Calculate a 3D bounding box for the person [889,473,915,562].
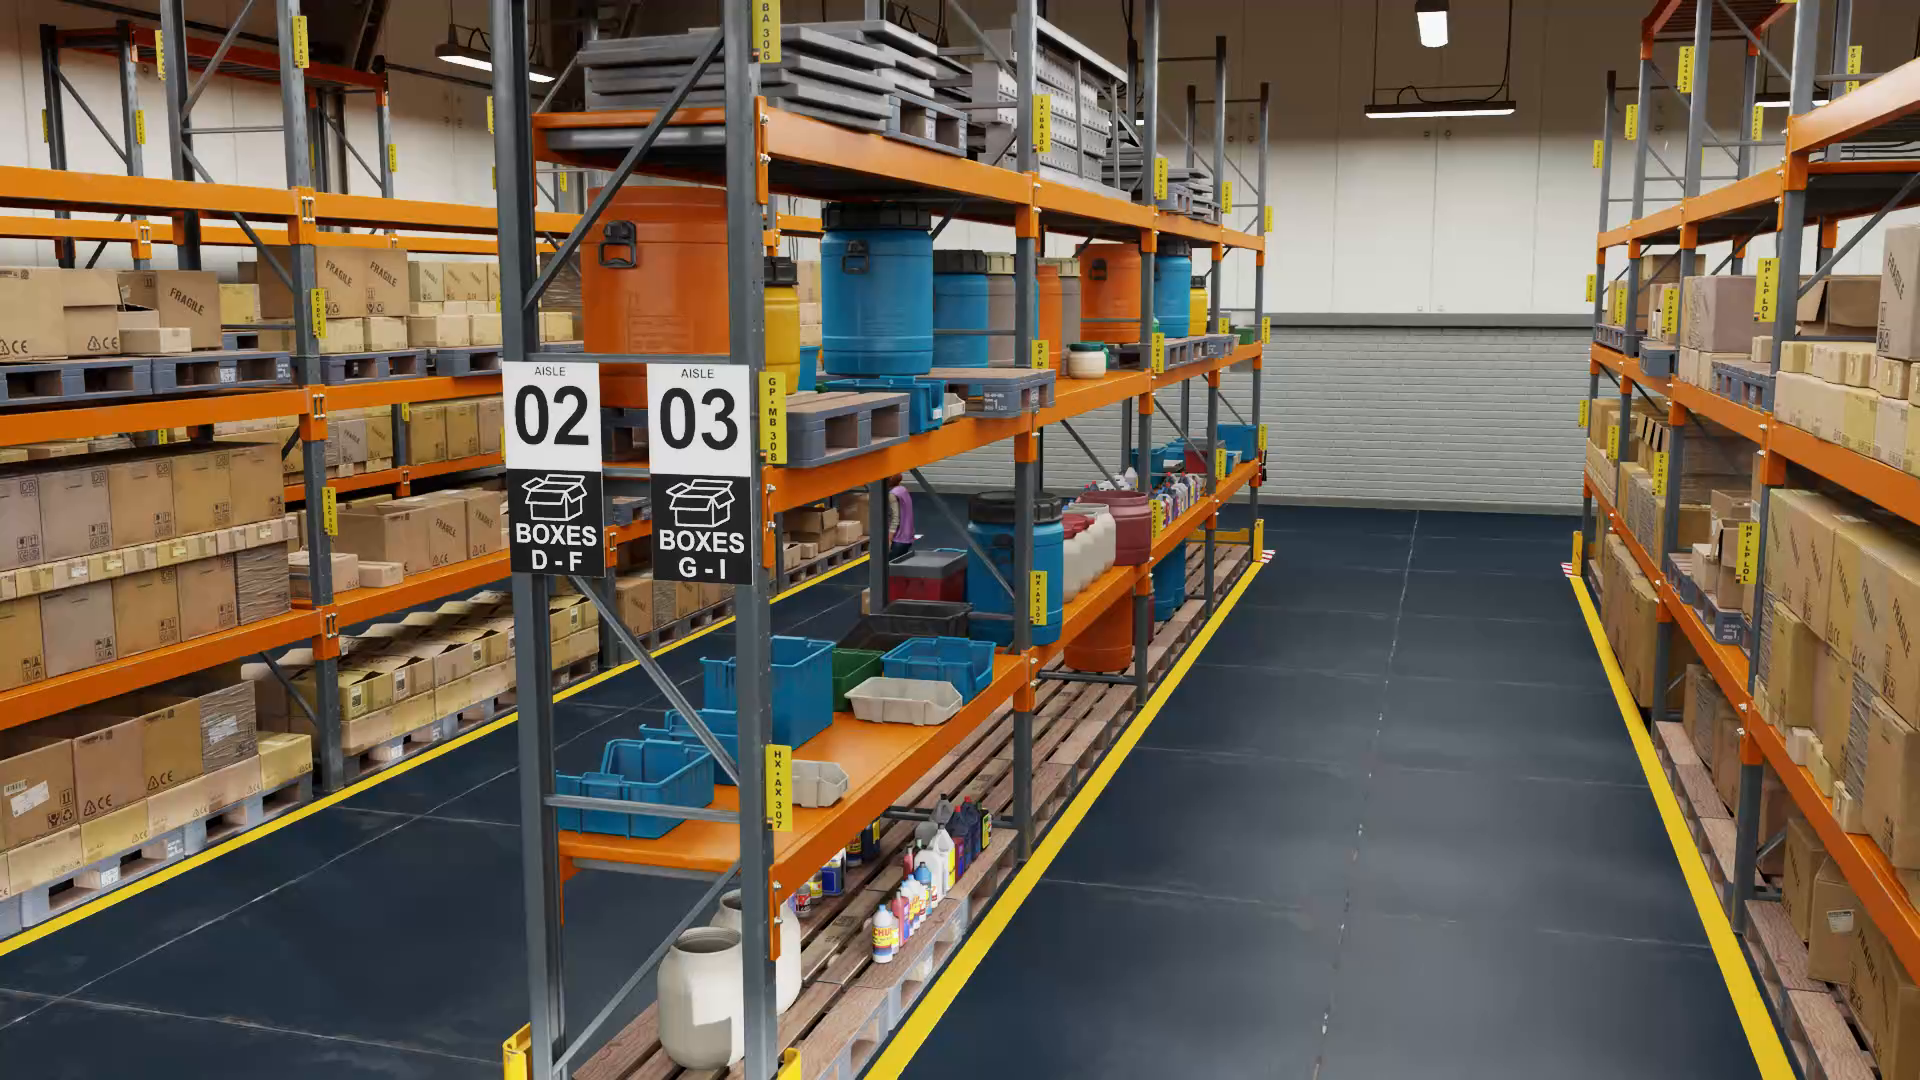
[{"bbox_3d":[-0.666,0.008,17.833,0.348,1.591,0.459,2,9,16],"label":"person"}]
